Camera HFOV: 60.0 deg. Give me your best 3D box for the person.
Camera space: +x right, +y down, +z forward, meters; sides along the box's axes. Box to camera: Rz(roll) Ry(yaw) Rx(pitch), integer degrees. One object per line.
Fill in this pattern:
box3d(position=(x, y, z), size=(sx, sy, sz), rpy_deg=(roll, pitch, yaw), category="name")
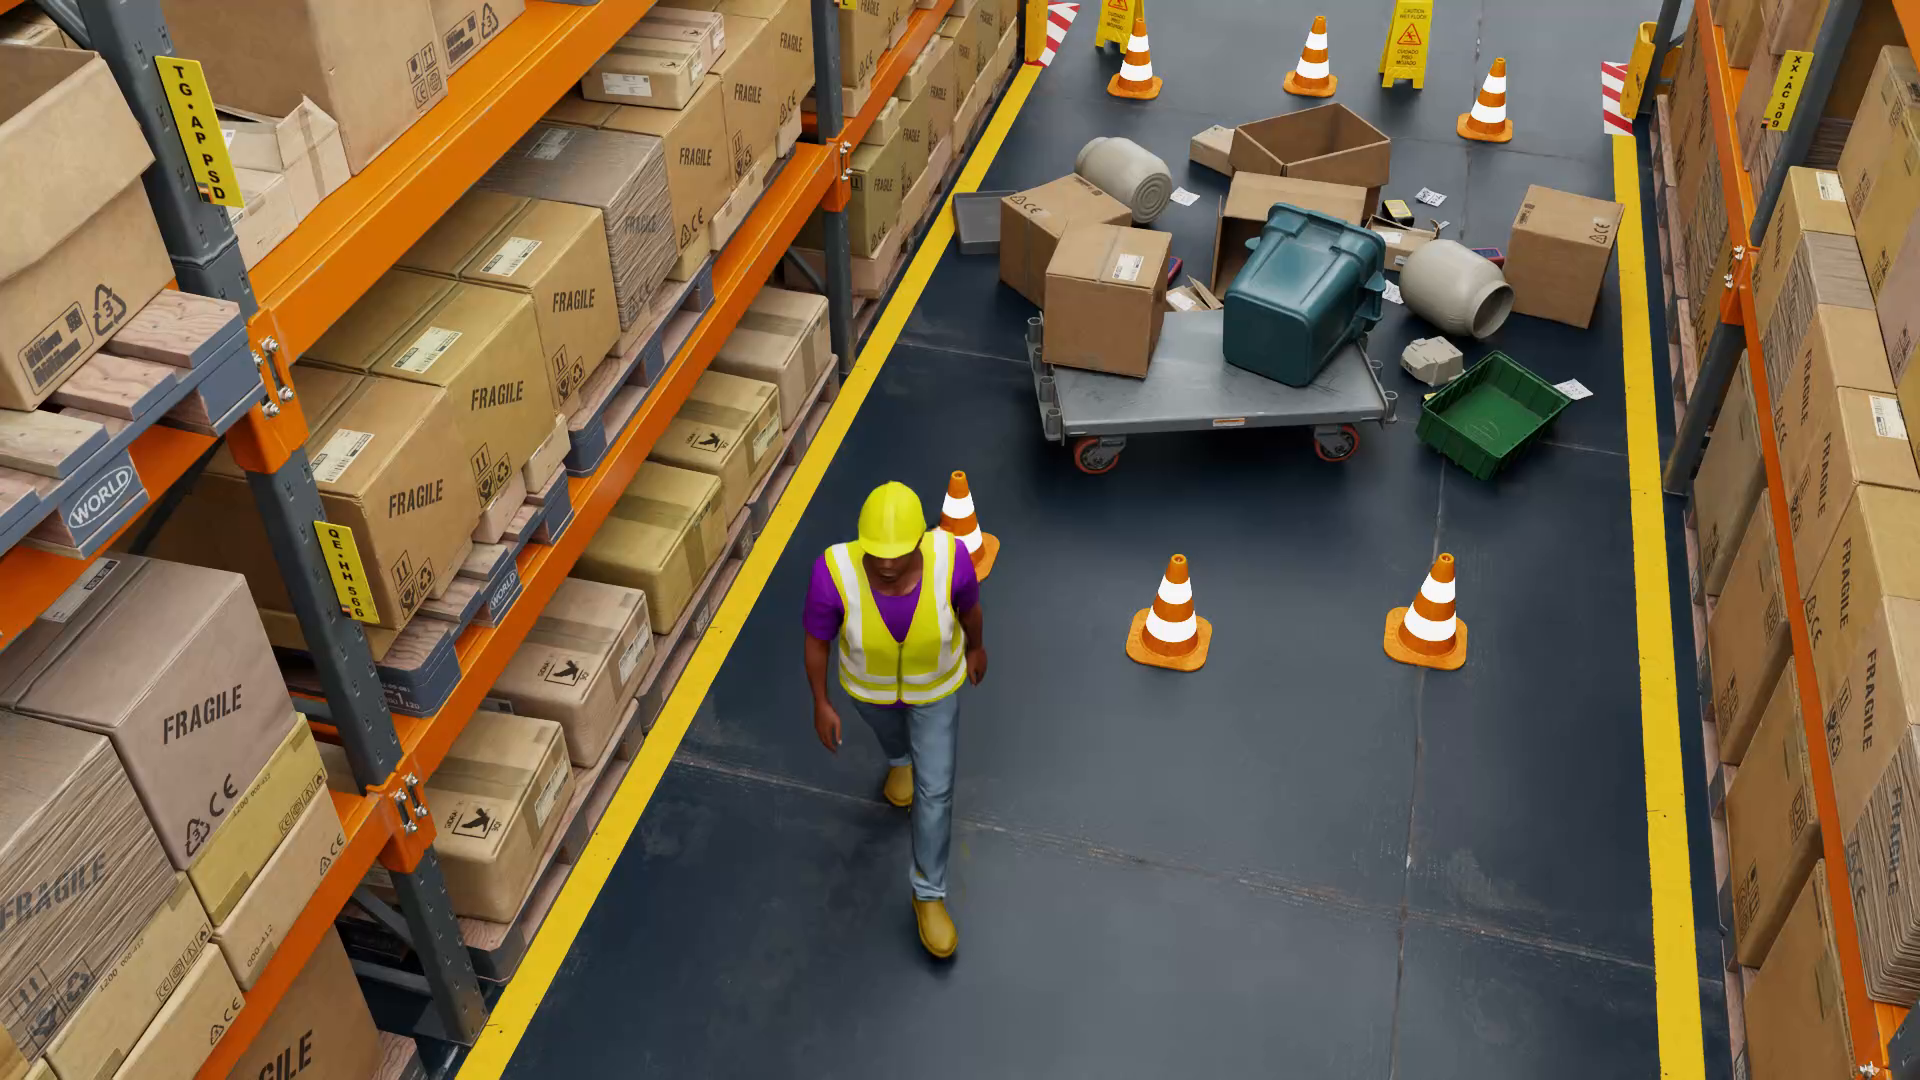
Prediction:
box3d(position=(-0.210, 0.490, 5.557), size=(0.604, 1.699, 0.986), rpy_deg=(1, 41, 1), category="person")
